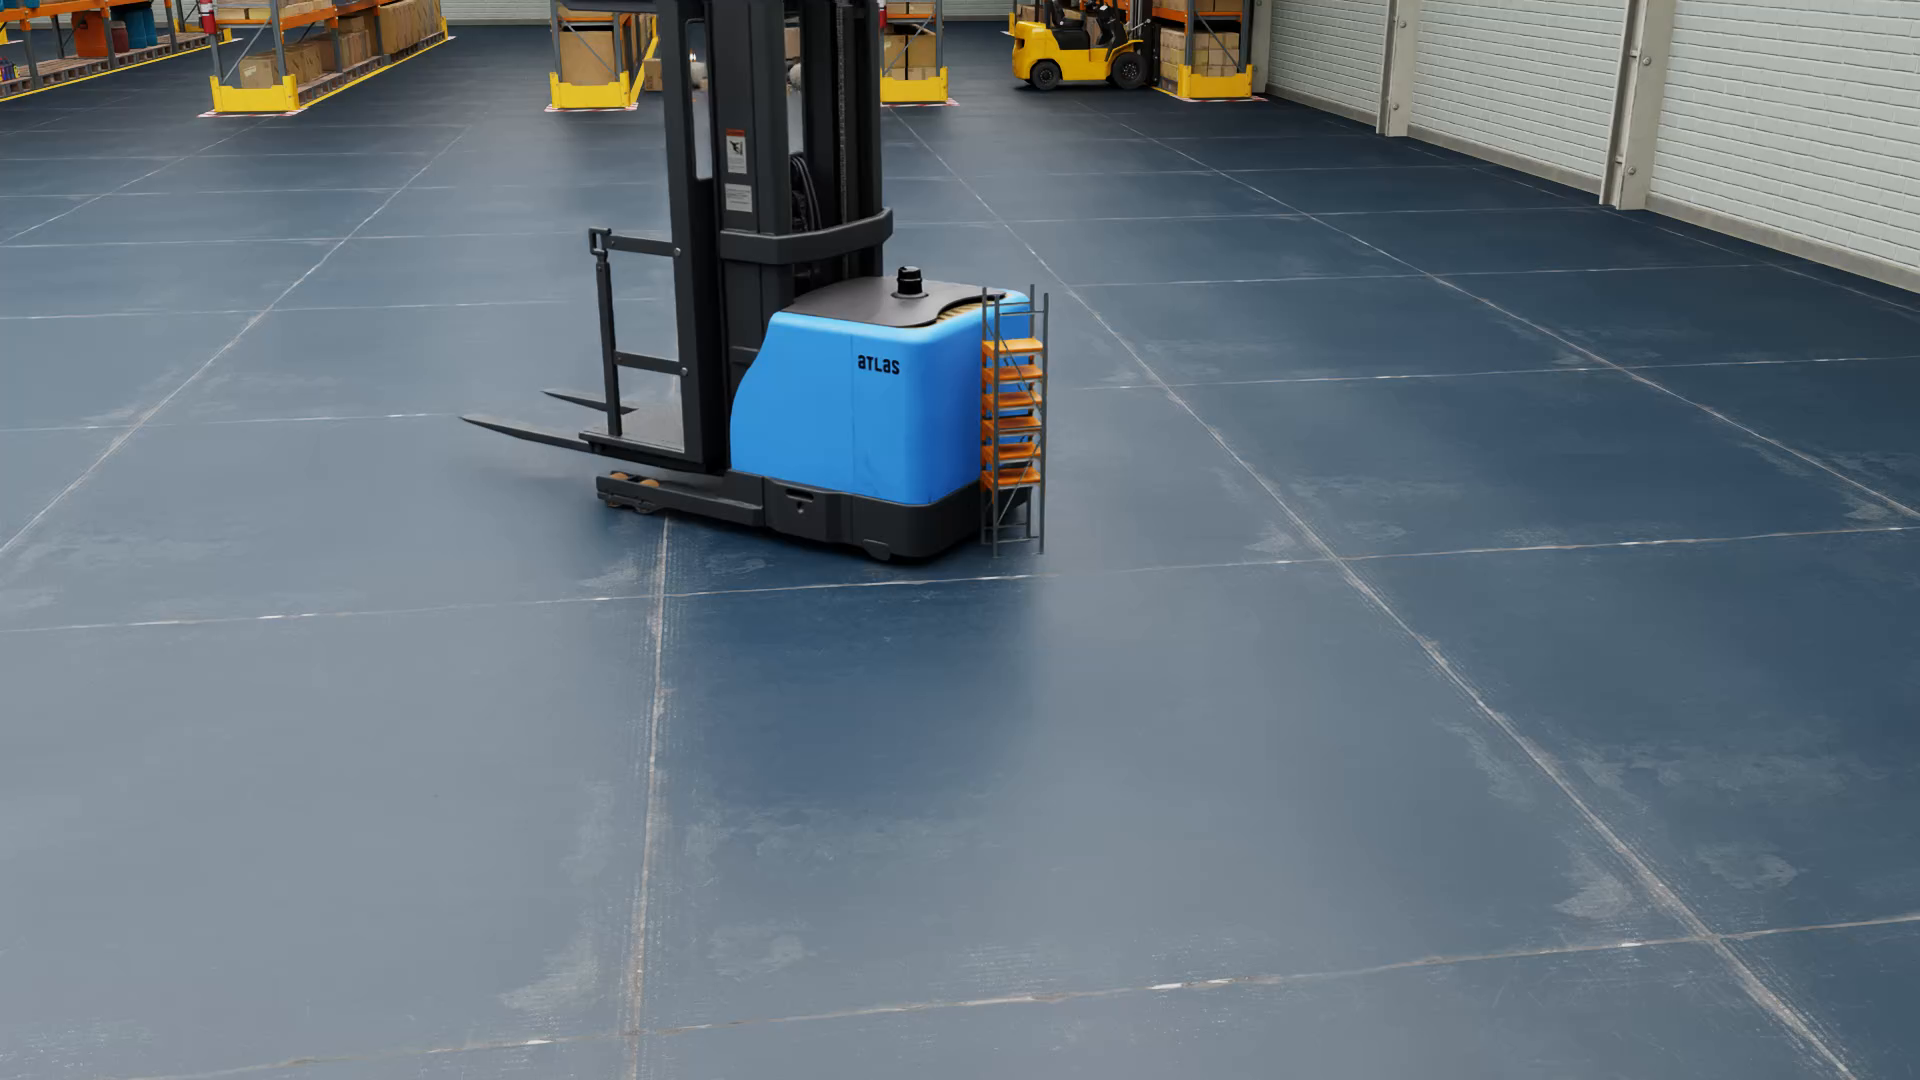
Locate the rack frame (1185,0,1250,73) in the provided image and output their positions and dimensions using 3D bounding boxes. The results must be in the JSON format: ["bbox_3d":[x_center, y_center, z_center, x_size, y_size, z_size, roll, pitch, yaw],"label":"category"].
[{"bbox_3d":[4.129,-8.623,26.515,1.000,3.000,0.127,-3,21,-8],"label":"rack frame"}]

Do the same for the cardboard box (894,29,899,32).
[{"bbox_3d":[-1.300,-8.251,27.778,0.500,0.500,0.500,-3,21,-9],"label":"cardboard box"}]

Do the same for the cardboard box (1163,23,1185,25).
[{"bbox_3d":[3.903,-9.049,29.558,0.500,0.250,0.500,-3,21,-9],"label":"cardboard box"}]

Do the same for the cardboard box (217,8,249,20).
[{"bbox_3d":[-10.834,-7.842,24.784,0.380,0.149,0.250,-3,21,-8],"label":"cardboard box"}]

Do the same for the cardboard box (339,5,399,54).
[{"bbox_3d":[-11.821,-10.082,32.860,1.225,0.875,0.875,-4,21,-10],"label":"cardboard box"}]

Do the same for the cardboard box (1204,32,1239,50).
[{"bbox_3d":[4.247,-8.176,27.219,0.500,0.250,0.500,-3,21,-9],"label":"cardboard box"}]

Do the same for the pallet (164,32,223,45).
[{"bbox_3d":[-17.716,-11.567,38.385,1.003,0.211,1.213,-3,21,-8],"label":"pallet"}]

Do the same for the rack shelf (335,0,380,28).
[{"bbox_3d":[-11.454,-9.612,30.191,1.077,0.370,4.000,-3,21,-8],"label":"rack shelf"}]

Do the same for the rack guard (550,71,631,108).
[{"bbox_3d":[-5.662,-6.907,25.495,1.175,0.500,0.348,-3,21,-8],"label":"rack guard"}]

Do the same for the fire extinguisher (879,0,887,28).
[{"bbox_3d":[-1.222,-8.272,25.687,0.296,0.674,0.183,-3,21,-8],"label":"fire extinguisher"}]

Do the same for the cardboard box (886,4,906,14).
[{"bbox_3d":[-1.048,-8.372,26.203,0.380,0.149,0.250,-2,21,-6],"label":"cardboard box"}]

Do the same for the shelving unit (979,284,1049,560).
[{"bbox_3d":[0.237,-0.517,7.386,0.258,1.200,0.189,-6,21,-15],"label":"shelving unit"}]

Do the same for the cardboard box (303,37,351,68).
[{"bbox_3d":[-11.283,-8.671,29.589,0.700,0.500,0.500,-3,21,-8],"label":"cardboard box"}]

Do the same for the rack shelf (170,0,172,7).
[{"bbox_3d":[-17.508,-12.132,36.939,1.077,0.370,4.000,-3,21,-8],"label":"rack shelf"}]

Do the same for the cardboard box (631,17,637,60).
[{"bbox_3d":[-6.691,-9.481,31.429,1.050,0.750,0.750,-3,21,-7],"label":"cardboard box"}]

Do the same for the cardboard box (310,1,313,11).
[{"bbox_3d":[-10.712,-8.643,26.930,0.380,0.149,0.250,-3,21,-8],"label":"cardboard box"}]

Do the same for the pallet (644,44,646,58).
[{"bbox_3d":[-7.103,-10.242,34.837,1.003,0.211,1.213,-3,21,-8],"label":"pallet"}]

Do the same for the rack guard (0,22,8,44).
[{"bbox_3d":[-22.687,-11.715,38.368,1.175,0.500,0.348,-3,21,-8],"label":"rack guard"}]

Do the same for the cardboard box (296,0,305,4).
[{"bbox_3d":[-10.921,-8.765,26.329,0.875,0.500,0.500,-3,21,-8],"label":"cardboard box"}]

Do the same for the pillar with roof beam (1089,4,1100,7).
[{"bbox_3d":[-1.069,-15.657,36.776,9.100,9.000,0.400,-3,21,-8],"label":"pillar with roof beam"}]

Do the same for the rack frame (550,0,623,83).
[{"bbox_3d":[-5.666,-8.086,25.080,1.000,3.000,0.127,-3,21,-8],"label":"rack frame"}]

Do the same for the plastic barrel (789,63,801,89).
[{"bbox_3d":[-2.578,-7.803,28.003,0.512,0.421,0.421,12,24,30],"label":"plastic barrel"}]

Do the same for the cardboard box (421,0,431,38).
[{"bbox_3d":[-12.464,-11.771,37.383,0.875,0.875,0.875,-3,21,-8],"label":"cardboard box"}]

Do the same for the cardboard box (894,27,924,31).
[{"bbox_3d":[-0.858,-8.472,28.370,0.500,0.500,0.500,-2,21,-5],"label":"cardboard box"}]

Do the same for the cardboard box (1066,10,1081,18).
[{"bbox_3d":[2.491,-11.341,35.838,0.380,0.149,0.250,-4,21,-10],"label":"cardboard box"}]

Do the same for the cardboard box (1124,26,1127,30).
[{"bbox_3d":[3.466,-9.272,31.048,0.875,0.625,0.625,-2,21,-5],"label":"cardboard box"}]

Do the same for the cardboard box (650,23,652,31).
[{"bbox_3d":[-7.553,-12.232,39.652,0.380,0.149,0.250,-2,21,-6],"label":"cardboard box"}]

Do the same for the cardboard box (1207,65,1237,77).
[{"bbox_3d":[4.252,-7.711,27.405,0.500,0.250,0.500,-3,21,-8],"label":"cardboard box"}]

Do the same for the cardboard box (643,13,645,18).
[{"bbox_3d":[-6.977,-11.194,35.302,0.500,0.250,0.500,-2,21,-5],"label":"cardboard box"}]

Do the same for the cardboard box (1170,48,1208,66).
[{"bbox_3d":[3.750,-7.918,27.245,0.500,0.250,0.500,-3,21,-8],"label":"cardboard box"}]

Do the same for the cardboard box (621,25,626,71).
[{"bbox_3d":[-6.221,-8.451,28.493,0.875,0.875,0.875,-3,21,-7],"label":"cardboard box"}]

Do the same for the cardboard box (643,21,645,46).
[{"bbox_3d":[-6.896,-10.668,34.964,0.500,0.500,0.500,-3,21,-9],"label":"cardboard box"}]

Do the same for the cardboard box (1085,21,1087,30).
[{"bbox_3d":[2.702,-10.554,34.658,0.500,0.500,0.500,-2,21,-6],"label":"cardboard box"}]

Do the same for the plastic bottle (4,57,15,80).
[{"bbox_3d":[-15.688,-7.763,27.371,0.144,0.351,0.185,-3,21,-9],"label":"plastic bottle"}]

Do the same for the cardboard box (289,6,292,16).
[{"bbox_3d":[-10.489,-8.125,25.541,0.380,0.149,0.250,-3,21,-8],"label":"cardboard box"}]

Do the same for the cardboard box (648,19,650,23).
[{"bbox_3d":[-7.450,-12.100,38.874,0.380,0.149,0.250,-3,21,-7],"label":"cardboard box"}]

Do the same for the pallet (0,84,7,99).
[{"bbox_3d":[-15.832,-7.042,26.269,1.003,0.211,1.213,-3,21,-8],"label":"pallet"}]

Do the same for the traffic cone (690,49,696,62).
[{"bbox_3d":[-4.942,-8.823,30.678,0.336,0.463,0.334,-3,21,-8],"label":"traffic cone"}]

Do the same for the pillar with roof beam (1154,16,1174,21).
[{"bbox_3d":[-0.204,-13.580,31.214,9.100,9.000,0.400,-3,21,-8],"label":"pillar with roof beam"}]

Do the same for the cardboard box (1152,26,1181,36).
[{"bbox_3d":[3.527,-8.670,28.543,0.500,0.250,0.500,-3,21,-9],"label":"cardboard box"}]

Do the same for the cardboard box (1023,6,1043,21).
[{"bbox_3d":[1.902,-12.674,40.334,0.700,0.500,0.500,-2,21,-6],"label":"cardboard box"}]

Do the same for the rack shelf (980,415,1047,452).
[{"bbox_3d":[0.237,-0.475,7.401,0.258,0.103,0.180,-6,21,-15],"label":"rack shelf"}]

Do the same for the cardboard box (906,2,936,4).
[{"bbox_3d":[-0.576,-8.735,26.249,0.500,0.500,0.500,-3,21,-9],"label":"cardboard box"}]

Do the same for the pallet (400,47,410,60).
[{"bbox_3d":[-11.953,-10.033,34.277,1.003,0.211,1.213,-3,21,-8],"label":"pallet"}]

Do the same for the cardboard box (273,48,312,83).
[{"bbox_3d":[-10.890,-7.732,27.104,0.500,0.500,0.500,-5,21,-13],"label":"cardboard box"}]

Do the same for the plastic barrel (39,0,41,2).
[{"bbox_3d":[-15.987,-9.412,28.435,0.433,0.535,0.433,0,20,0],"label":"plastic barrel"}]

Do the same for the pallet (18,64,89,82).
[{"bbox_3d":[-16.397,-8.393,29.887,1.003,0.211,1.213,-3,21,-8],"label":"pallet"}]

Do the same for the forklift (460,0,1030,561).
[{"bbox_3d":[-1.185,-1.643,7.927,3.031,2.935,1.130,12,24,29],"label":"forklift"}]

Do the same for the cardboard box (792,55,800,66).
[{"bbox_3d":[-2.551,-8.146,28.810,0.500,0.500,0.500,12,24,29],"label":"cardboard box"}]

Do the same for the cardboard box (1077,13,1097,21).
[{"bbox_3d":[2.654,-10.880,34.605,0.380,0.149,0.250,-4,21,-10],"label":"cardboard box"}]

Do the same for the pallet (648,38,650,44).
[{"bbox_3d":[-7.707,-11.589,38.443,1.003,0.211,1.213,-3,21,-8],"label":"pallet"}]

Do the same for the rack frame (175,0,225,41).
[{"bbox_3d":[-17.796,-13.161,38.667,1.000,3.000,0.127,-3,21,-8],"label":"rack frame"}]

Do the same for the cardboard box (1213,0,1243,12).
[{"bbox_3d":[4.333,-8.855,26.995,0.500,0.500,0.500,-2,21,-6],"label":"cardboard box"}]
